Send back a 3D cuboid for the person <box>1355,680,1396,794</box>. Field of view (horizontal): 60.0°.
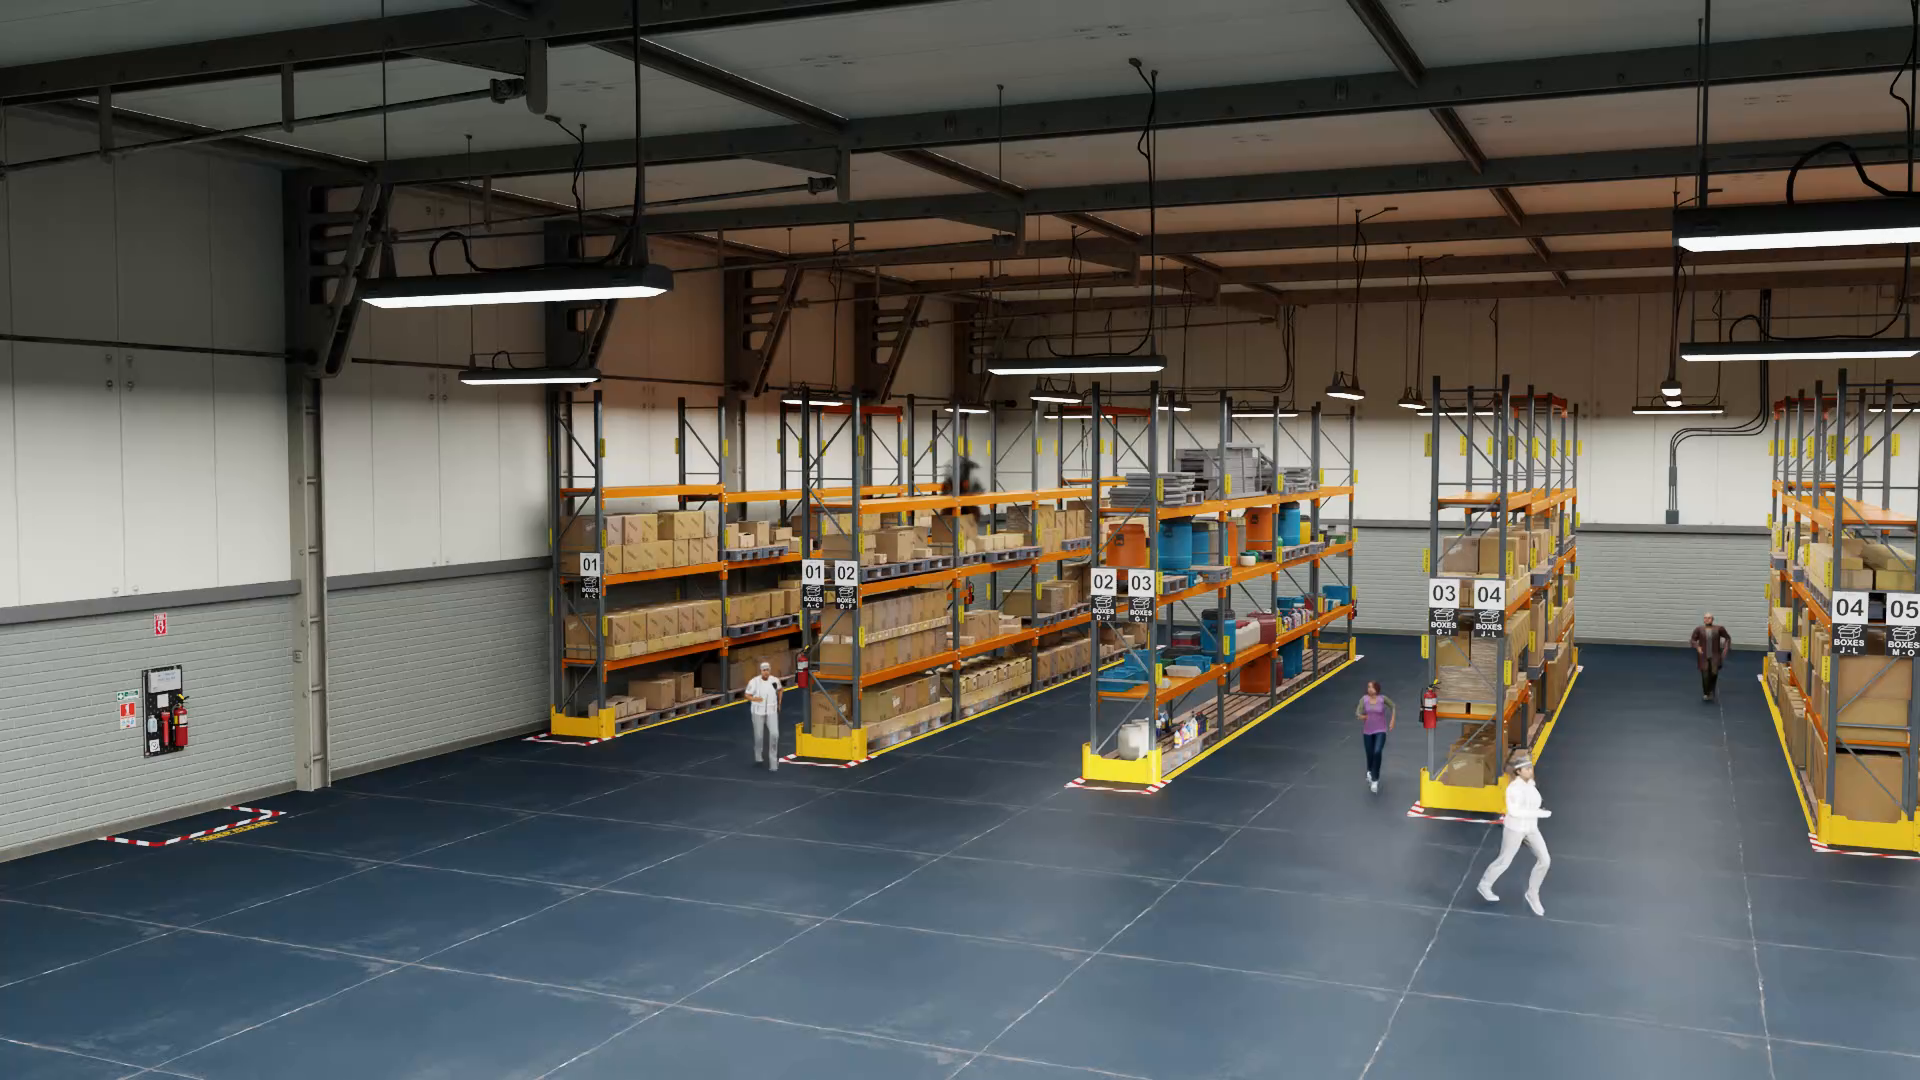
[{"bbox_3d":[6.100,2.857,24.418,0.547,1.628,0.845,1,3,25],"label":"person"}]

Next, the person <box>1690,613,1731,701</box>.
[{"bbox_3d":[14.803,2.315,32.847,0.722,1.735,0.660,2,4,29],"label":"person"}]

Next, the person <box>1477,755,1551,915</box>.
[{"bbox_3d":[6.066,3.162,18.028,0.622,1.729,0.866,-2,4,-33],"label":"person"}]

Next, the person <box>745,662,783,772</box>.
[{"bbox_3d":[-3.068,2.745,26.078,0.626,1.700,0.836,-1,3,-14],"label":"person"}]
